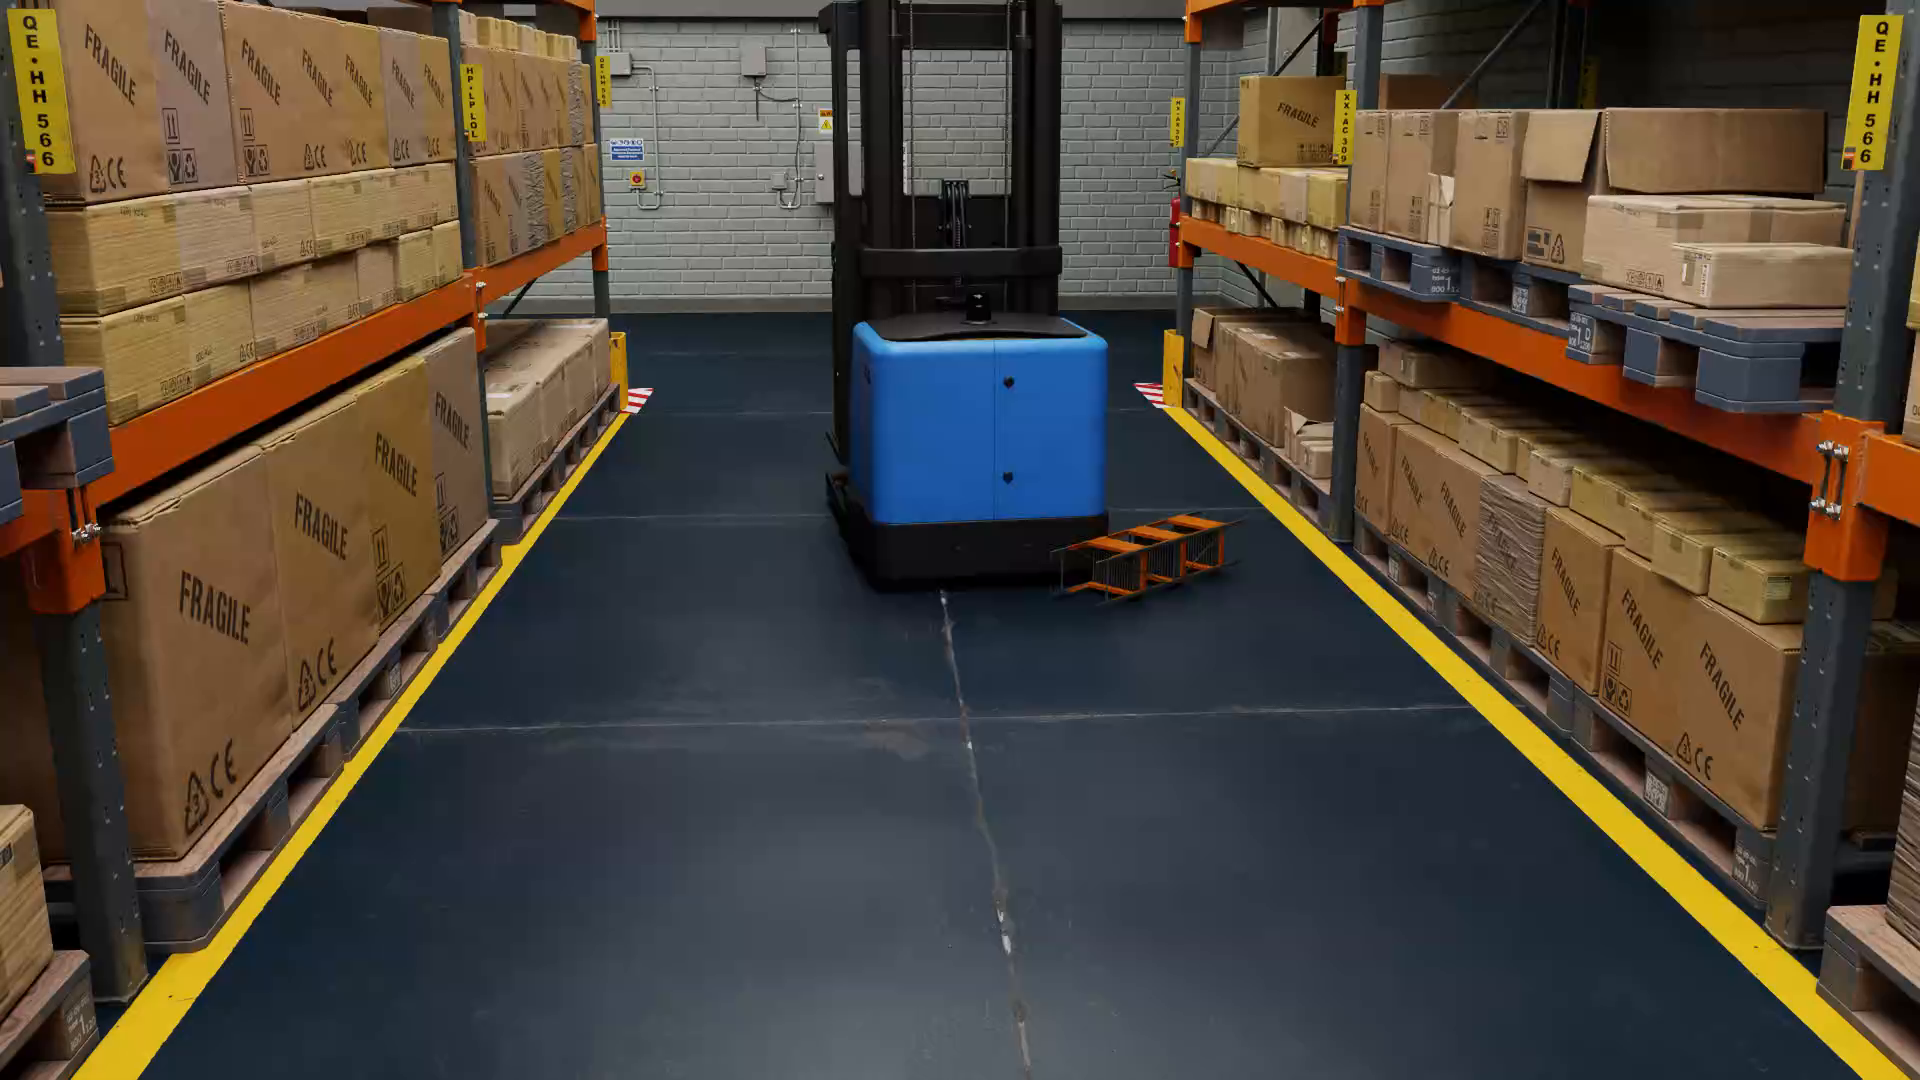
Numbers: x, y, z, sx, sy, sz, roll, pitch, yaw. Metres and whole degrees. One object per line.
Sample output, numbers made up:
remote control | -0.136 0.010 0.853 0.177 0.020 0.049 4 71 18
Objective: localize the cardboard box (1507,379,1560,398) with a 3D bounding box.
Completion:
cardboard box | 2.614 -0.610 7.249 0.380 0.149 0.250 -1 14 -3

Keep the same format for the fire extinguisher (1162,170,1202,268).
fire extinguisher | 1.564 -2.262 11.700 0.296 0.674 0.183 -1 14 -3

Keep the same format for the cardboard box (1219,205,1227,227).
cardboard box | 1.848 -2.051 10.484 0.380 0.149 0.250 0 14 -2

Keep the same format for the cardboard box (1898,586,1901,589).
cardboard box | 2.773 0.315 4.956 0.500 0.500 0.500 -1 14 -3

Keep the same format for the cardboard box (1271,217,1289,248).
cardboard box | 1.899 -1.667 8.988 0.380 0.149 0.250 -1 14 -4

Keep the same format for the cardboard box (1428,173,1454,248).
cardboard box | 1.985 -1.242 6.262 0.396 0.266 0.258 0 14 -1

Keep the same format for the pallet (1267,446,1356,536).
pallet | 2.241 -0.276 8.674 1.003 0.211 1.213 -1 14 -3

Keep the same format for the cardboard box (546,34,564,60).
cardboard box | -2.583 -2.944 9.941 0.380 0.149 0.250 -1 14 -2

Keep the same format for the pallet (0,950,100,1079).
pallet | -2.377 1.162 3.087 1.003 0.211 1.213 -1 14 -3

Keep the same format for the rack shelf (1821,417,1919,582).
rack shelf | 2.654 0.385 1.953 1.077 0.370 4.000 -1 14 -3

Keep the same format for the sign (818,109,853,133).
sign | -1.255 -4.221 16.756 0.339 0.242 0.001 -1 14 -3

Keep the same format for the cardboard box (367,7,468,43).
cardboard box | -2.432 -2.307 7.464 0.380 0.149 0.250 -1 14 -4

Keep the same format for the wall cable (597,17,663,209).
wall cable | -3.292 -4.282 16.546 0.585 1.953 0.123 -1 14 -3

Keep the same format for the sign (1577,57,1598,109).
sign | 2.836 -2.026 7.556 0.100 0.325 0.005 -1 14 -3

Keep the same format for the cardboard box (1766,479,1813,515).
cardboard box | 2.800 -0.098 5.260 0.380 0.149 0.250 -2 15 -6

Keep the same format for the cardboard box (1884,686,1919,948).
cardboard box | 2.555 0.641 3.437 0.875 0.625 0.625 0 14 -2

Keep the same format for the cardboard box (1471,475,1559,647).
cardboard box | 2.183 0.061 5.943 0.500 0.500 0.500 -1 14 -5

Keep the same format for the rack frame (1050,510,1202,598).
rack frame | 0.746 0.052 7.333 0.008 0.200 1.050 14 20 42

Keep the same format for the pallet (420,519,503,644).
pallet | -2.549 0.163 6.968 1.003 0.211 1.213 -1 14 -3

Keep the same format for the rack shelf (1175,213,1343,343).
rack shelf | 2.158 -1.604 9.686 1.077 0.370 4.000 -1 14 -3

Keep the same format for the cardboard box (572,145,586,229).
cardboard box | -2.609 -2.180 10.279 0.500 0.500 0.500 -1 14 -5

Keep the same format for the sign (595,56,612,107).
sign | -2.377 -3.053 11.073 0.100 0.325 0.005 -1 14 -3

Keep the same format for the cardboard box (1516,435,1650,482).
cardboard box | 2.228 -0.279 5.961 0.380 0.149 0.250 -1 14 -3

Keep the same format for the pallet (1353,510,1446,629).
pallet | 2.370 0.097 7.227 1.003 0.211 1.213 -1 14 -3

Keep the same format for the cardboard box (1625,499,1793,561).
cardboard box | 2.227 -0.020 4.956 0.380 0.149 0.250 -1 14 -5

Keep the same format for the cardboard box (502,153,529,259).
cardboard box | -2.466 -1.672 8.305 0.500 0.500 0.500 -1 14 -3

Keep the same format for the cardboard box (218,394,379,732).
cardboard box | -2.435 0.048 5.243 0.875 0.875 0.875 -1 14 -3

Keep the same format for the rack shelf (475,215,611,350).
rack shelf | -2.796 -1.527 9.384 1.077 0.370 4.000 -1 14 -3

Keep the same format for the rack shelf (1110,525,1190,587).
rack shelf | 0.826 0.075 7.244 0.240 0.215 0.259 14 20 42

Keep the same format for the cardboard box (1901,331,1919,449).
cardboard box | 2.314 -0.274 3.372 0.500 0.250 0.500 -1 14 -3

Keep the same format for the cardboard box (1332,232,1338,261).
cardboard box | 2.010 -1.409 7.987 0.380 0.149 0.250 -1 14 -3

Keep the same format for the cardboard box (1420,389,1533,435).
cardboard box | 2.161 -0.538 6.968 0.380 0.149 0.250 -2 15 -6

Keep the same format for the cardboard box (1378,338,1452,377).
cardboard box | 2.099 -0.814 7.445 0.380 0.149 0.250 -1 14 -4

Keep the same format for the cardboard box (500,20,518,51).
cardboard box | -2.464 -2.563 8.458 0.380 0.149 0.250 -1 14 -5

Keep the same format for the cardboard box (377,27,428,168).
cardboard box | -2.354 -1.675 6.308 0.500 0.500 0.500 -1 14 -2

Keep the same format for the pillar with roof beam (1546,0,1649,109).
pillar with roof beam | -1.158 -4.481 7.384 9.100 9.000 0.400 -1 14 -3

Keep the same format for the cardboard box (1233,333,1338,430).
cardboard box | 1.925 -0.943 9.846 0.500 0.500 0.500 -1 14 -2

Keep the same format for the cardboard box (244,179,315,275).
cardboard box | -2.258 -0.935 4.938 0.500 0.250 0.500 -1 14 -4

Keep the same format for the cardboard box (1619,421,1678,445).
cardboard box | 2.716 -0.354 6.254 0.380 0.149 0.250 -1 14 -3

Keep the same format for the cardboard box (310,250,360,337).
cardboard box | -2.313 -0.817 5.482 0.500 0.250 0.500 -1 14 -3

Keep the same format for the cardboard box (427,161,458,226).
cardboard box | -2.402 -1.441 6.906 0.500 0.250 0.500 -1 14 -3

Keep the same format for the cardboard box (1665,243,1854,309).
cardboard box | 2.106 -0.700 4.388 0.380 0.149 0.250 -1 14 -2

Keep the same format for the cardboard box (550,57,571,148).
cardboard box | -2.563 -2.536 9.658 0.500 0.500 0.500 -1 14 -4

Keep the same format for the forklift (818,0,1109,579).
forklift | -0.104 -1.573 8.259 1.130 2.935 3.031 -2 15 -9

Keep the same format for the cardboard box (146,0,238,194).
cardboard box | -2.251 -1.165 4.328 0.500 0.500 0.500 -1 14 -3

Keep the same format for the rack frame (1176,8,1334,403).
rack frame | 2.034 -2.450 11.529 1.000 3.000 0.127 -1 14 -3

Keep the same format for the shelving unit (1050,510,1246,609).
shelving unit | 0.833 0.073 7.251 0.252 0.215 1.050 14 20 42

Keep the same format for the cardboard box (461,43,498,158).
cardboard box | -2.459 -2.033 7.699 0.500 0.500 0.500 -1 14 -3

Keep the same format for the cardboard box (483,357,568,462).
cardboard box | -2.660 -0.721 9.107 0.875 0.438 0.875 -1 14 -5

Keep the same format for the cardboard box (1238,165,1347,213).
cardboard box | 1.913 -2.026 9.586 0.500 0.250 0.500 -1 14 -5
